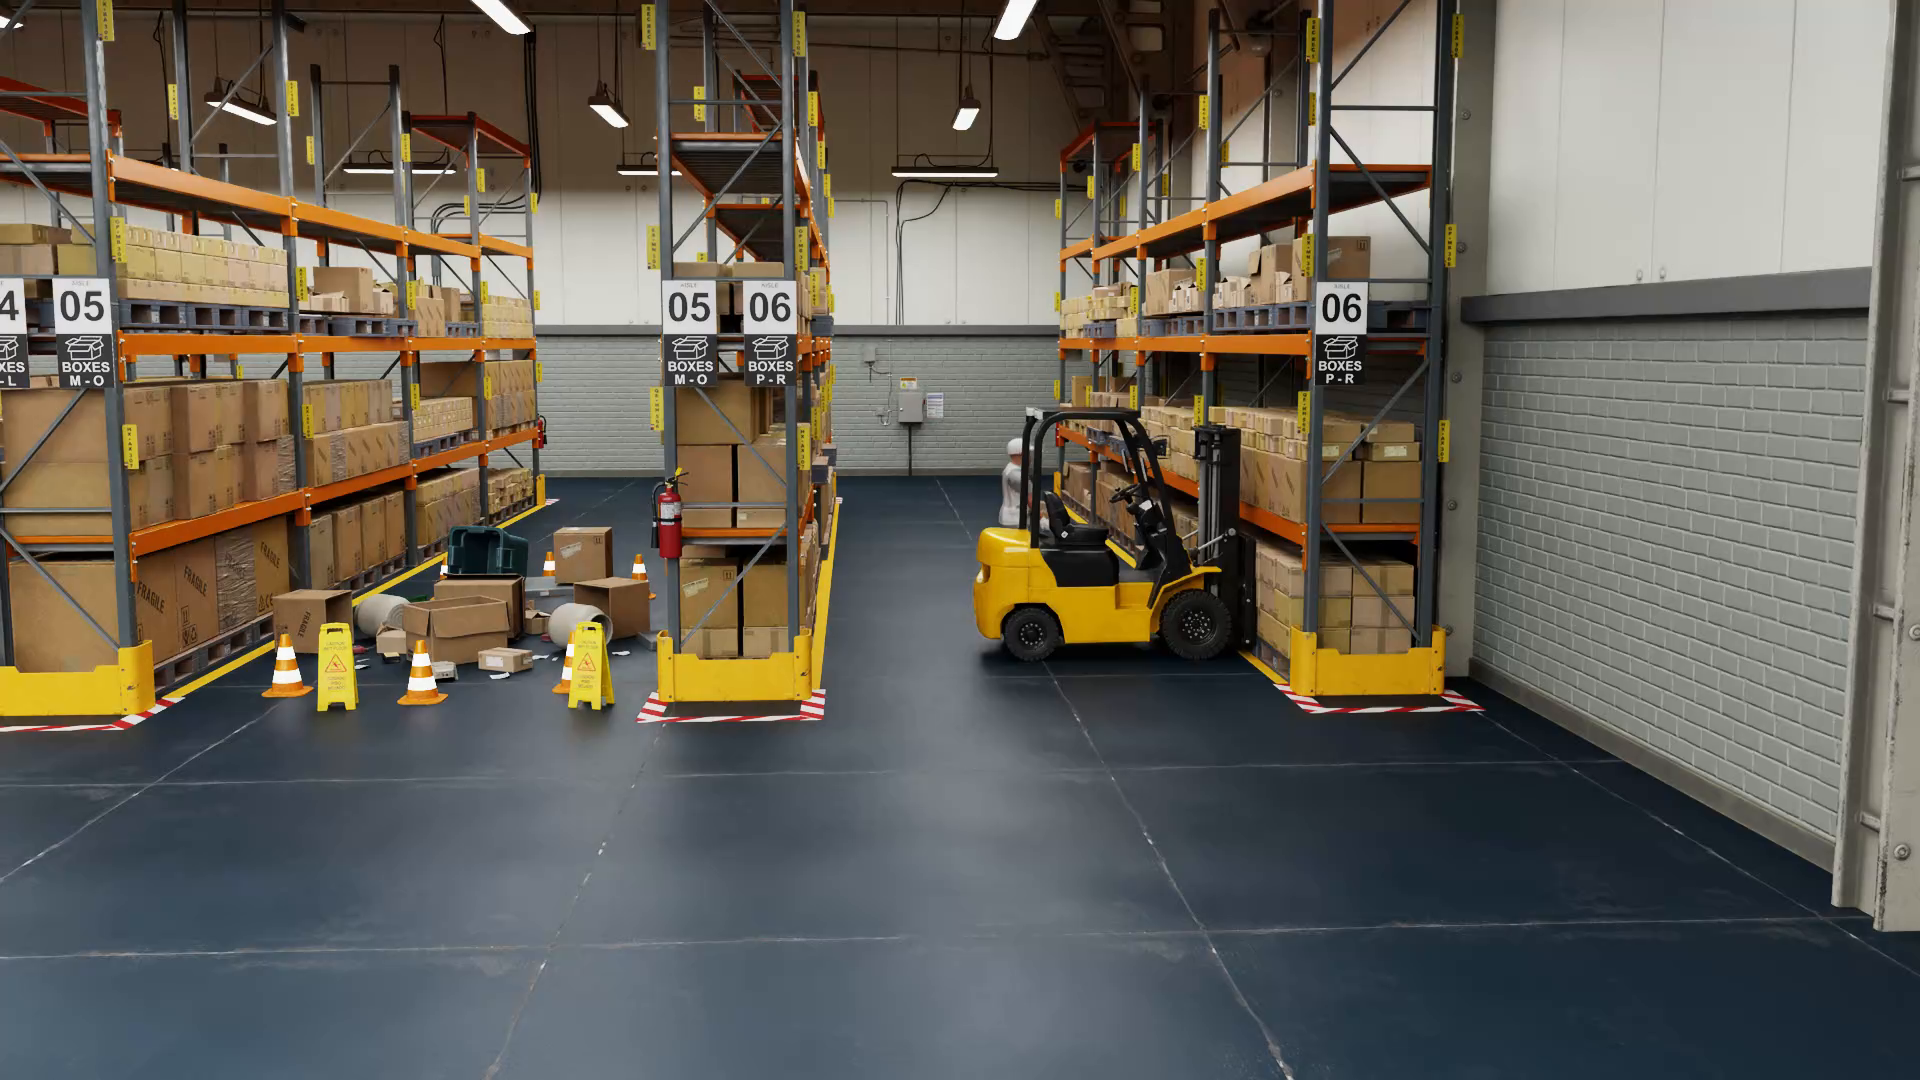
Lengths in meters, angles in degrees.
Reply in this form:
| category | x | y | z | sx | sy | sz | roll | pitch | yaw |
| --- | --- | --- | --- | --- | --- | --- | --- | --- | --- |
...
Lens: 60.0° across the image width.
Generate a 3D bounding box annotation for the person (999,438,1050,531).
| category | x | y | z | sx | sy | sz | roll | pitch | yaw |
| --- | --- | --- | --- | --- | --- | --- | --- | --- | --- |
| person | 0.672 | -0.136 | 16.785 | 0.556 | 1.786 | 0.495 | -1 | 7 | -5 |
